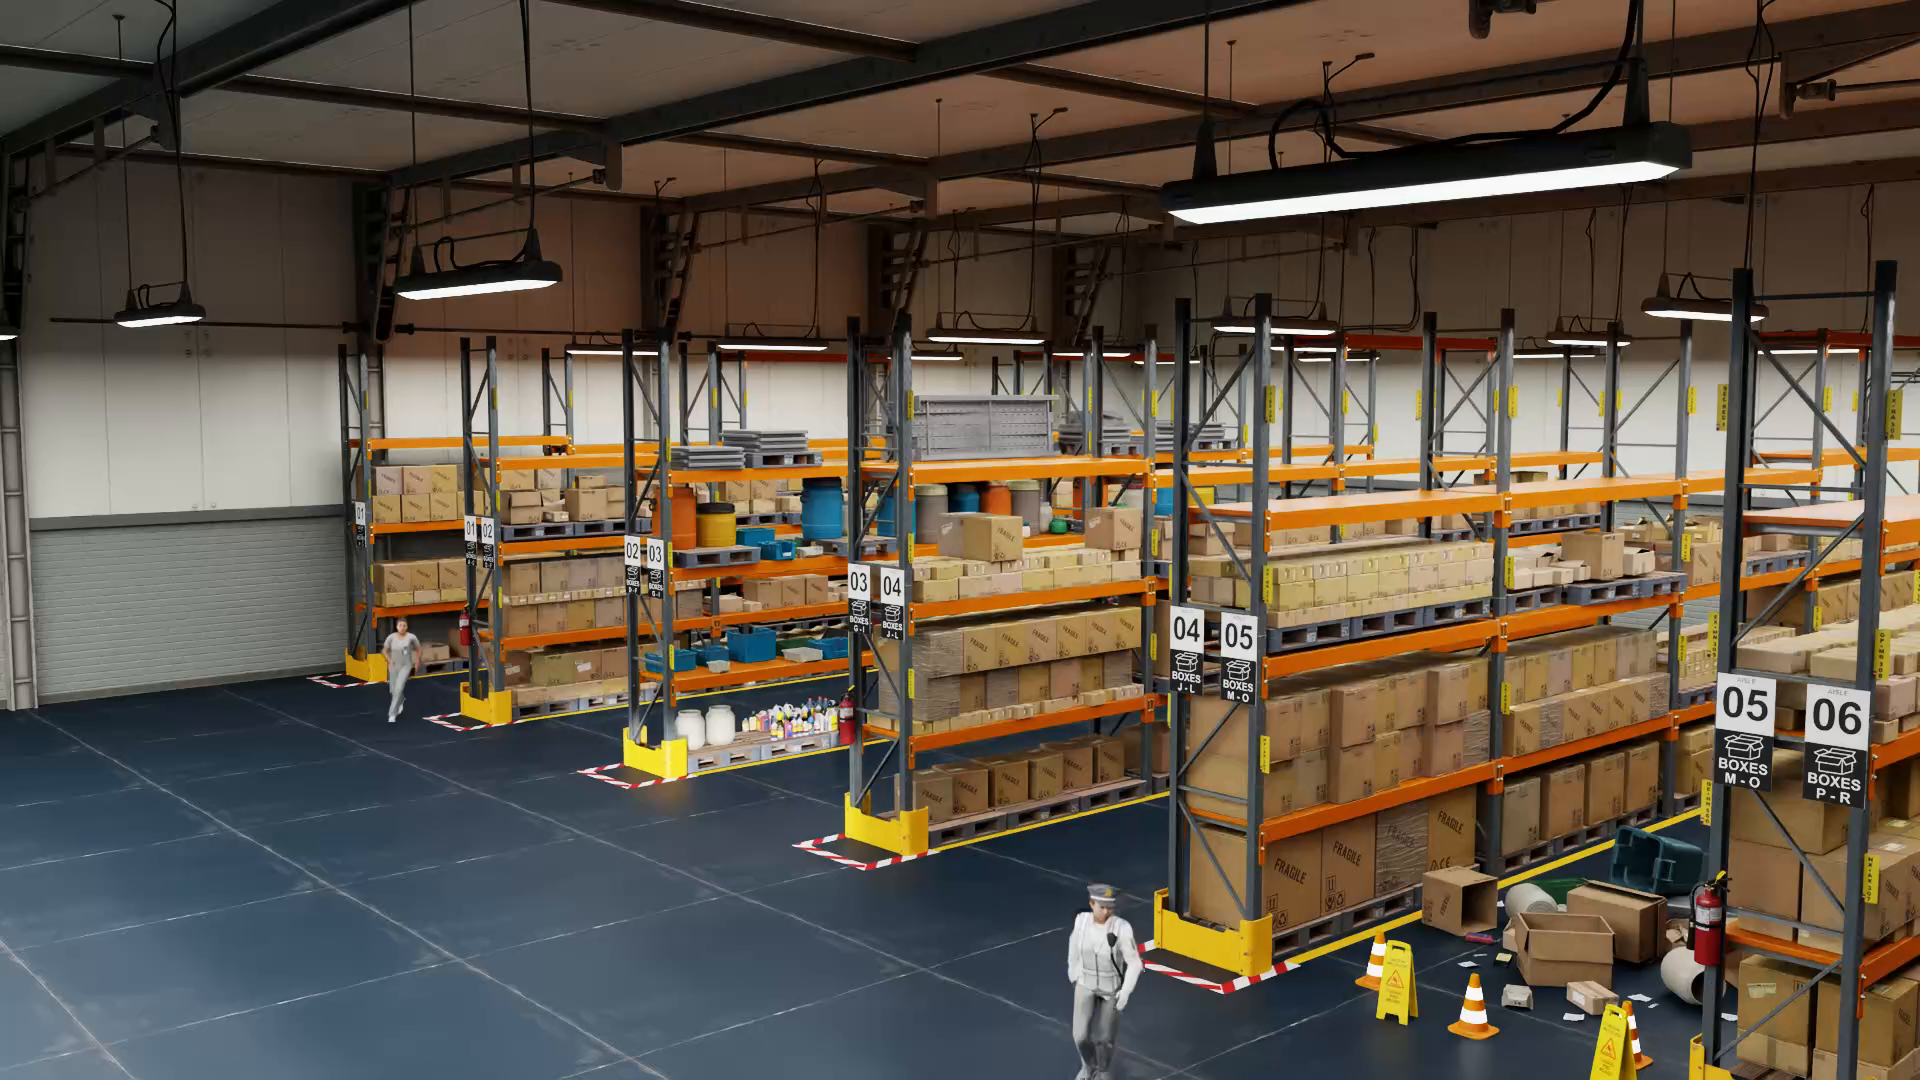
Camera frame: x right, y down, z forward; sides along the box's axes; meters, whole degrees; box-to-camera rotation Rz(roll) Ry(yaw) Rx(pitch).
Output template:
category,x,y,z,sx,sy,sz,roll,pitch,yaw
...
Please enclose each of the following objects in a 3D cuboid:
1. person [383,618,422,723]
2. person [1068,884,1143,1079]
category,x,y,z,sx,sy,sz,roll,pitch,yaw
person,-8.767,2.012,26.204,0.570,1.637,0.748,0,5,-3
person,1.034,3.266,12.061,0.590,1.615,0.756,1,5,12
